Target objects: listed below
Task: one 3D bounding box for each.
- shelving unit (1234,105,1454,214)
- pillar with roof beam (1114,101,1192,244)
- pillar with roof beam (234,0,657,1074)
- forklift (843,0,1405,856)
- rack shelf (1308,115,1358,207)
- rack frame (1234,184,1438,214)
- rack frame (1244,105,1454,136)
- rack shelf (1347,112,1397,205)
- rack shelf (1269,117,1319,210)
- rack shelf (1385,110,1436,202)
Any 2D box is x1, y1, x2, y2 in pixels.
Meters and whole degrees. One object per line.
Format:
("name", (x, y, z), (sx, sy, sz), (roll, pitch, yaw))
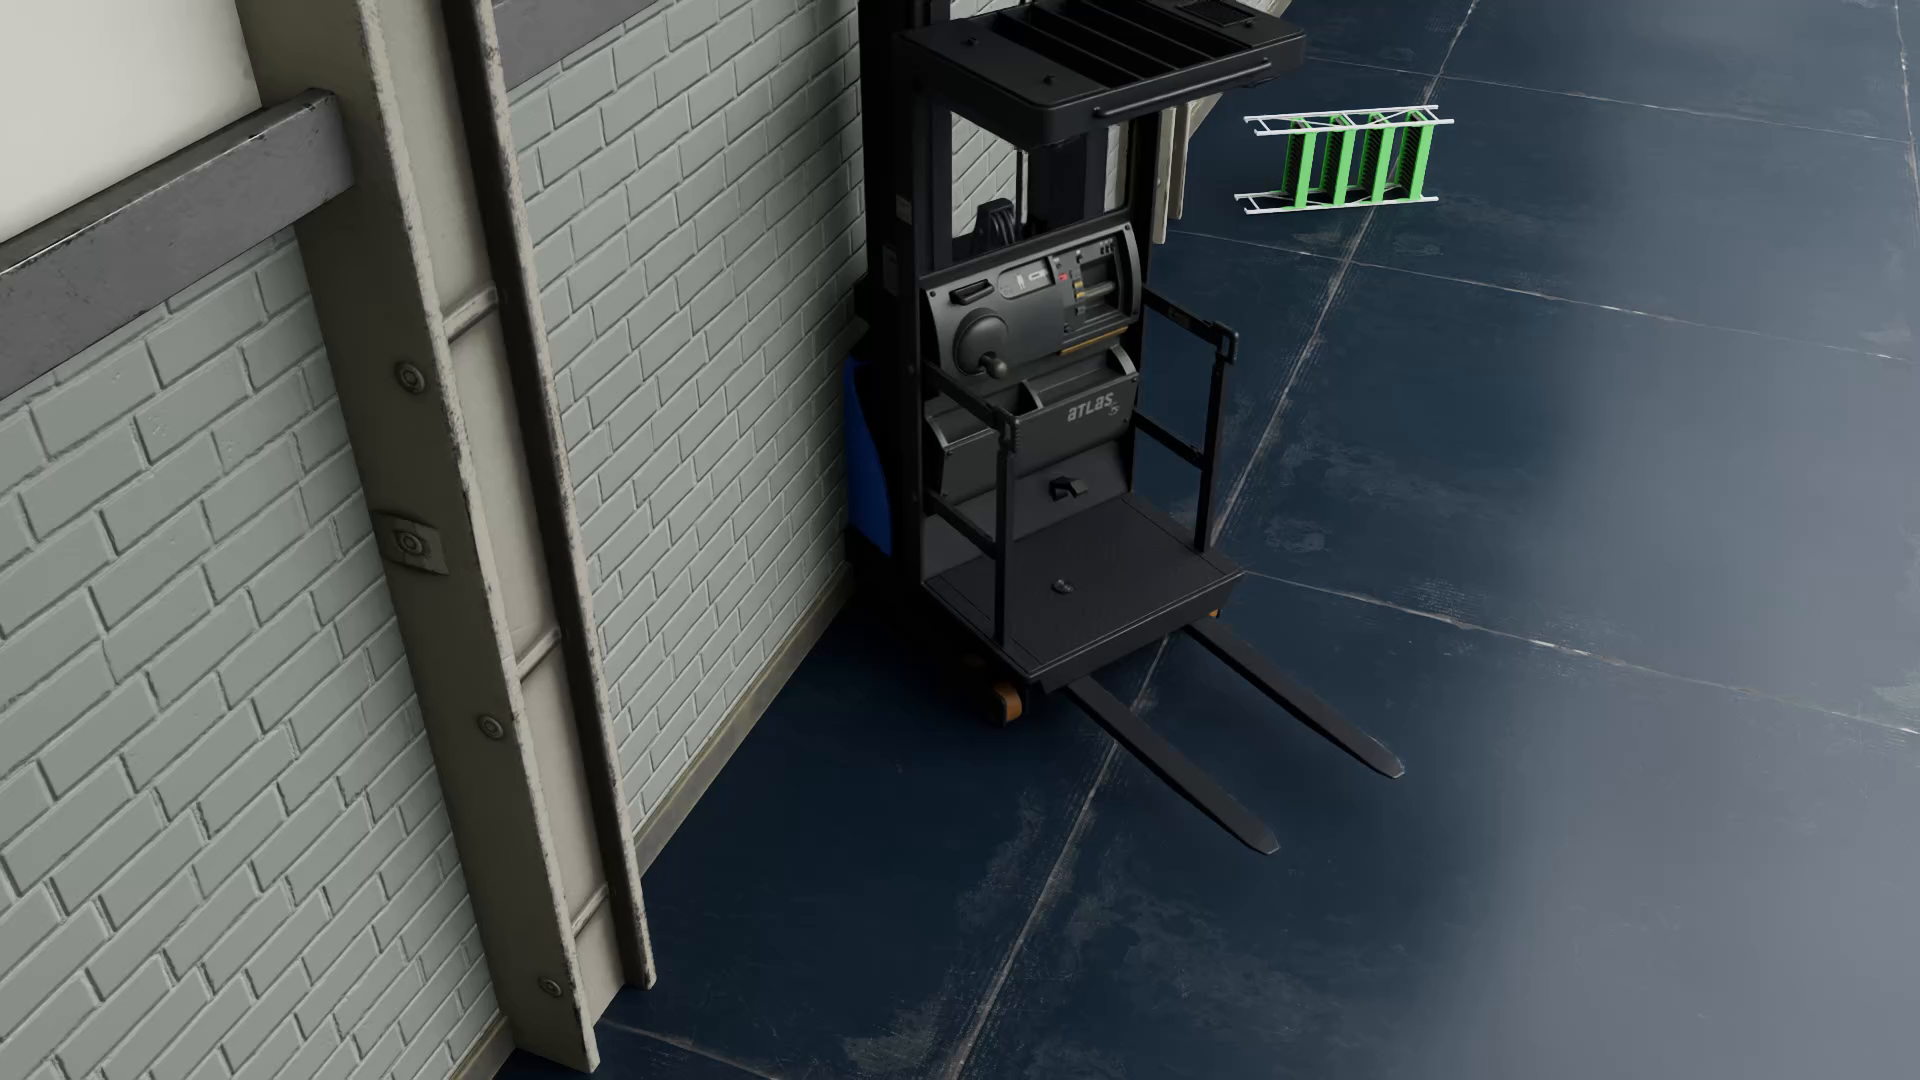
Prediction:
("shelving unit", (2.258, -2.248, 9.821), (1.200, 0.503, 0.258), (-6, 37, -9))
("pillar with roof beam", (5.072, -4.461, 5.702), (9.100, 9.000, 0.400), (14, 39, 18))
("pillar with roof beam", (2.789, -1.139, 1.257), (9.100, 9.000, 0.400), (14, 39, 18))
("forklift", (0.403, -0.808, 5.883), (1.130, 2.935, 3.031), (-23, 43, -28))
("rack shelf", (2.196, -2.242, 9.811), (0.148, 0.480, 0.258), (-6, 37, -9))
("rack frame", (2.255, -2.052, 9.967), (1.200, 0.015, 0.240), (-6, 37, -9))
("rack frame", (2.262, -2.444, 9.676), (1.200, 0.015, 0.240), (-6, 37, -9))
("rack shelf", (2.431, -2.266, 9.849), (0.148, 0.480, 0.258), (-6, 37, -9))
("rack shelf", (1.960, -2.218, 9.773), (0.148, 0.480, 0.258), (-6, 37, -9))
("rack shelf", (2.667, -2.290, 9.888), (0.148, 0.480, 0.258), (-6, 37, -9))
